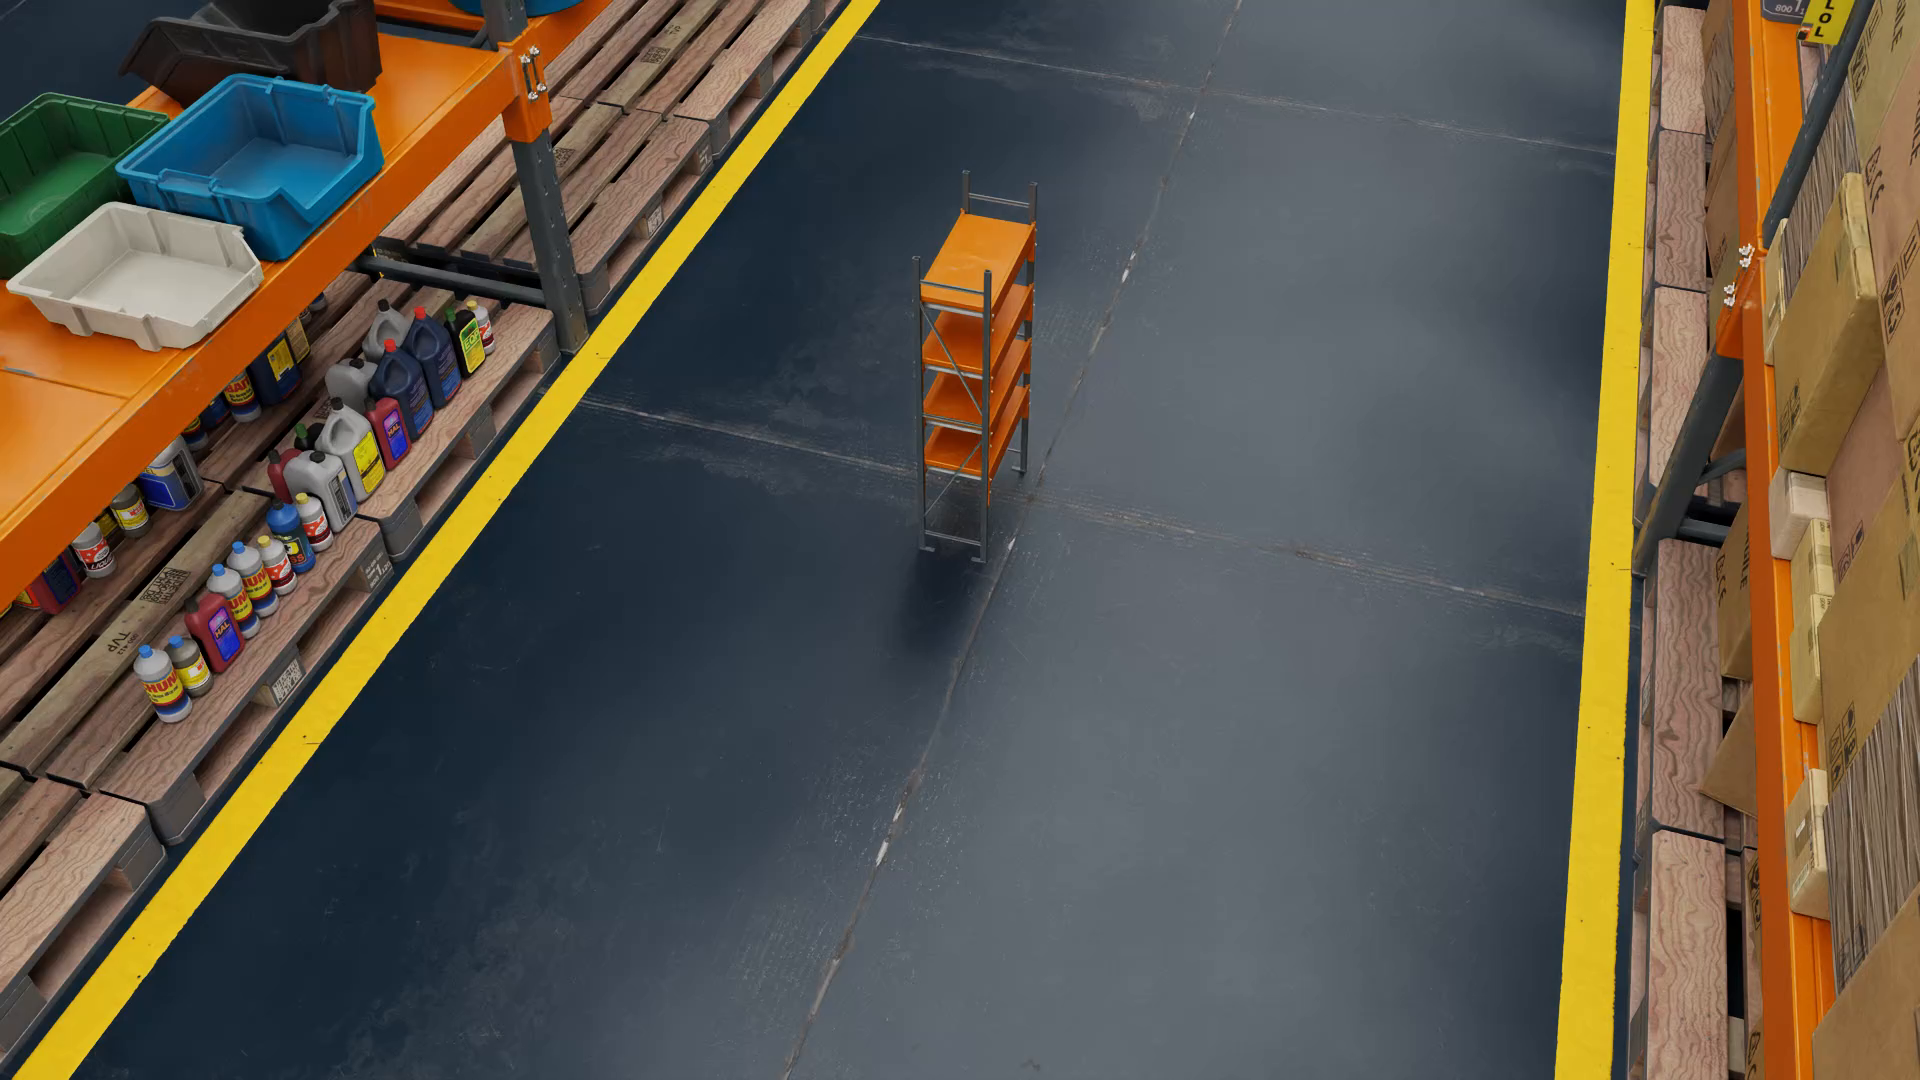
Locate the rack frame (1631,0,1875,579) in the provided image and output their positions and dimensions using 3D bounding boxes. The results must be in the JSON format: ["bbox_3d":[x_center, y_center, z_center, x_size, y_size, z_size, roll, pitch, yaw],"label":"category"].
[{"bbox_3d":[2.764,-0.886,4.511,1.000,3.000,0.127,13,46,13],"label":"rack frame"}]

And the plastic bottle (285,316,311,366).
[{"bbox_3d":[-2.441,-0.759,6.008,0.061,0.283,0.133,13,46,13],"label":"plastic bottle"}]

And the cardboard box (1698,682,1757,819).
[{"bbox_3d":[2.439,0.499,4.583,0.500,0.500,0.500,27,50,25],"label":"cardboard box"}]

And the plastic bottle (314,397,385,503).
[{"bbox_3d":[-2.032,-0.312,5.504,0.144,0.351,0.185,12,46,12],"label":"plastic bottle"}]

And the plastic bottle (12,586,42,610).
[{"bbox_3d":[-2.927,0.068,5.169,0.152,0.276,0.135,13,46,13],"label":"plastic bottle"}]

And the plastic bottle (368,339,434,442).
[{"bbox_3d":[-1.935,-0.527,5.724,0.144,0.351,0.185,10,45,10],"label":"plastic bottle"}]

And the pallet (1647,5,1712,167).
[{"bbox_3d":[3.738,-2.035,7.679,1.003,0.211,1.213,13,46,13],"label":"pallet"}]

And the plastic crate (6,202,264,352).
[{"bbox_3d":[-2.206,-0.705,4.514,0.530,0.136,0.437,13,46,13],"label":"plastic crate"}]

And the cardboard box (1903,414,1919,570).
[{"bbox_3d":[1.943,-0.137,2.746,0.500,0.500,0.500,13,46,13],"label":"cardboard box"}]

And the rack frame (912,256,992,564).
[{"bbox_3d":[-0.024,-0.377,5.277,0.240,1.200,0.015,13,46,13],"label":"rack frame"}]

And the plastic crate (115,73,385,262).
[{"bbox_3d":[-2.032,-1.087,4.822,0.499,0.251,0.616,13,46,13],"label":"plastic crate"}]

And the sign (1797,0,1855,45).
[{"bbox_3d":[2.234,-1.415,4.224,0.100,0.325,0.005,13,46,13],"label":"sign"}]

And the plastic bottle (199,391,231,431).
[{"bbox_3d":[-2.653,-0.570,5.767,0.144,0.351,0.185,11,45,11],"label":"plastic bottle"}]

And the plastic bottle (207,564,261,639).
[{"bbox_3d":[-2.218,0.178,5.060,0.097,0.271,0.097,0,44,0],"label":"plastic bottle"}]

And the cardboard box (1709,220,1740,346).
[{"bbox_3d":[3.133,-0.869,5.966,0.700,0.500,0.500,12,46,12],"label":"cardboard box"}]

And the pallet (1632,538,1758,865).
[{"bbox_3d":[2.595,0.566,5.021,1.003,0.211,1.213,13,46,13],"label":"pallet"}]

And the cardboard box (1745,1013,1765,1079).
[{"bbox_3d":[2.114,1.292,3.772,0.500,0.500,0.500,17,47,16],"label":"cardboard box"}]

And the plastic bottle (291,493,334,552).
[{"bbox_3d":[-2.095,-0.067,5.360,0.097,0.201,0.097,0,44,0],"label":"plastic bottle"}]

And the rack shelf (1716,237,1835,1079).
[{"bbox_3d":[2.159,0.704,3.400,1.077,0.370,4.000,13,46,13],"label":"rack shelf"}]

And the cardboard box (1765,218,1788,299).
[{"bbox_3d":[2.413,-0.717,4.517,0.380,0.149,0.250,13,46,13],"label":"cardboard box"}]

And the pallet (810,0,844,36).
[{"bbox_3d":[-1.016,-3.097,8.764,1.003,0.211,1.213,13,46,13],"label":"pallet"}]

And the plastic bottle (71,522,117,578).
[{"bbox_3d":[-2.760,0.016,5.275,0.097,0.201,0.097,0,44,0],"label":"plastic bottle"}]

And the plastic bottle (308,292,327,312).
[{"bbox_3d":[-2.470,-0.998,6.261,0.097,0.271,0.097,0,44,0],"label":"plastic bottle"}]

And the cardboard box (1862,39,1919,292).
[{"bbox_3d":[2.236,-0.806,3.430,0.500,0.500,0.500,13,46,13],"label":"cardboard box"}]

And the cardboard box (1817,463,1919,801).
[{"bbox_3d":[2.138,0.264,3.052,0.875,0.500,0.500,13,46,13],"label":"cardboard box"}]

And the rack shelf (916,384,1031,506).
[{"bbox_3d":[0.050,-0.349,5.629,0.258,0.148,0.480,13,46,13],"label":"rack shelf"}]

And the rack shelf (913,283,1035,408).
[{"bbox_3d":[0.050,-0.651,5.334,0.258,0.148,0.480,13,46,13],"label":"rack shelf"}]

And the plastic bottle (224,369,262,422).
[{"bbox_3d":[-2.525,-0.545,5.798,0.097,0.271,0.097,0,44,0],"label":"plastic bottle"}]

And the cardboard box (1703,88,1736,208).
[{"bbox_3d":[3.471,-1.614,6.727,0.700,0.500,0.500,16,47,16],"label":"cardboard box"}]

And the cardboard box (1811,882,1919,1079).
[{"bbox_3d":[1.783,0.919,2.382,0.875,0.500,0.500,13,46,13],"label":"cardboard box"}]

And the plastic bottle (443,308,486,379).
[{"bbox_3d":[-1.787,-0.731,5.980,0.061,0.283,0.133,15,46,15],"label":"plastic bottle"}]

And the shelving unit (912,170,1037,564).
[{"bbox_3d":[0.050,-0.539,5.443,0.258,1.200,0.503,13,46,13],"label":"shelving unit"}]

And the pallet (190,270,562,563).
[{"bbox_3d":[-2.199,-0.500,6.110,1.003,0.211,1.213,13,46,13],"label":"pallet"}]

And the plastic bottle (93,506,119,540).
[{"bbox_3d":[-2.838,-0.162,5.351,0.144,0.351,0.185,14,46,14],"label":"plastic bottle"}]

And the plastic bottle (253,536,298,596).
[{"bbox_3d":[-2.157,0.070,5.220,0.097,0.201,0.097,0,44,0],"label":"plastic bottle"}]

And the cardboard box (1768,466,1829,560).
[{"bbox_3d":[2.094,-0.054,3.840,0.380,0.149,0.250,13,46,13],"label":"cardboard box"}]

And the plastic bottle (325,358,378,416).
[{"bbox_3d":[-2.083,-0.515,5.765,0.152,0.276,0.135,13,46,13],"label":"plastic bottle"}]

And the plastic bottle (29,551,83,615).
[{"bbox_3d":[-2.825,0.088,5.143,0.061,0.283,0.133,13,46,13],"label":"plastic bottle"}]

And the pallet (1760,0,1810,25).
[{"bbox_3d":[3.415,-2.156,5.945,1.003,0.211,1.213,13,46,13],"label":"pallet"}]

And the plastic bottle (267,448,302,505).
[{"bbox_3d":[-2.187,-0.203,5.440,0.061,0.283,0.133,13,46,13],"label":"plastic bottle"}]

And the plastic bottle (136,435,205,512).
[{"bbox_3d":[-2.633,-0.245,5.489,0.152,0.276,0.135,13,46,13],"label":"plastic bottle"}]

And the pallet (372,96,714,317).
[{"bbox_3d":[-1.755,-1.470,7.102,1.003,0.211,1.213,13,46,13],"label":"pallet"}]

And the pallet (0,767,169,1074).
[{"bbox_3d":[-2.938,1.127,4.448,1.003,0.211,1.213,13,46,13],"label":"pallet"}]

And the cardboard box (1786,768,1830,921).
[{"bbox_3d":[1.797,0.614,3.157,0.380,0.149,0.250,13,46,13],"label":"cardboard box"}]

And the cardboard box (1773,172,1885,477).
[{"bbox_3d":[2.384,-0.416,3.746,0.875,0.500,0.500,13,46,13],"label":"cardboard box"}]

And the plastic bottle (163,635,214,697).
[{"bbox_3d":[-2.290,0.362,4.921,0.097,0.201,0.097,0,44,0],"label":"plastic bottle"}]

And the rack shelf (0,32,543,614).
[{"bbox_3d":[-2.562,-0.345,4.472,1.077,0.370,4.000,13,46,13],"label":"rack shelf"}]

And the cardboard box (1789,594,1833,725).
[{"bbox_3d":[1.971,0.286,3.493,0.380,0.149,0.250,13,46,13],"label":"cardboard box"}]

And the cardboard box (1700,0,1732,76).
[{"bbox_3d":[3.792,-2.365,7.495,0.700,0.500,0.500,10,45,10],"label":"cardboard box"}]
